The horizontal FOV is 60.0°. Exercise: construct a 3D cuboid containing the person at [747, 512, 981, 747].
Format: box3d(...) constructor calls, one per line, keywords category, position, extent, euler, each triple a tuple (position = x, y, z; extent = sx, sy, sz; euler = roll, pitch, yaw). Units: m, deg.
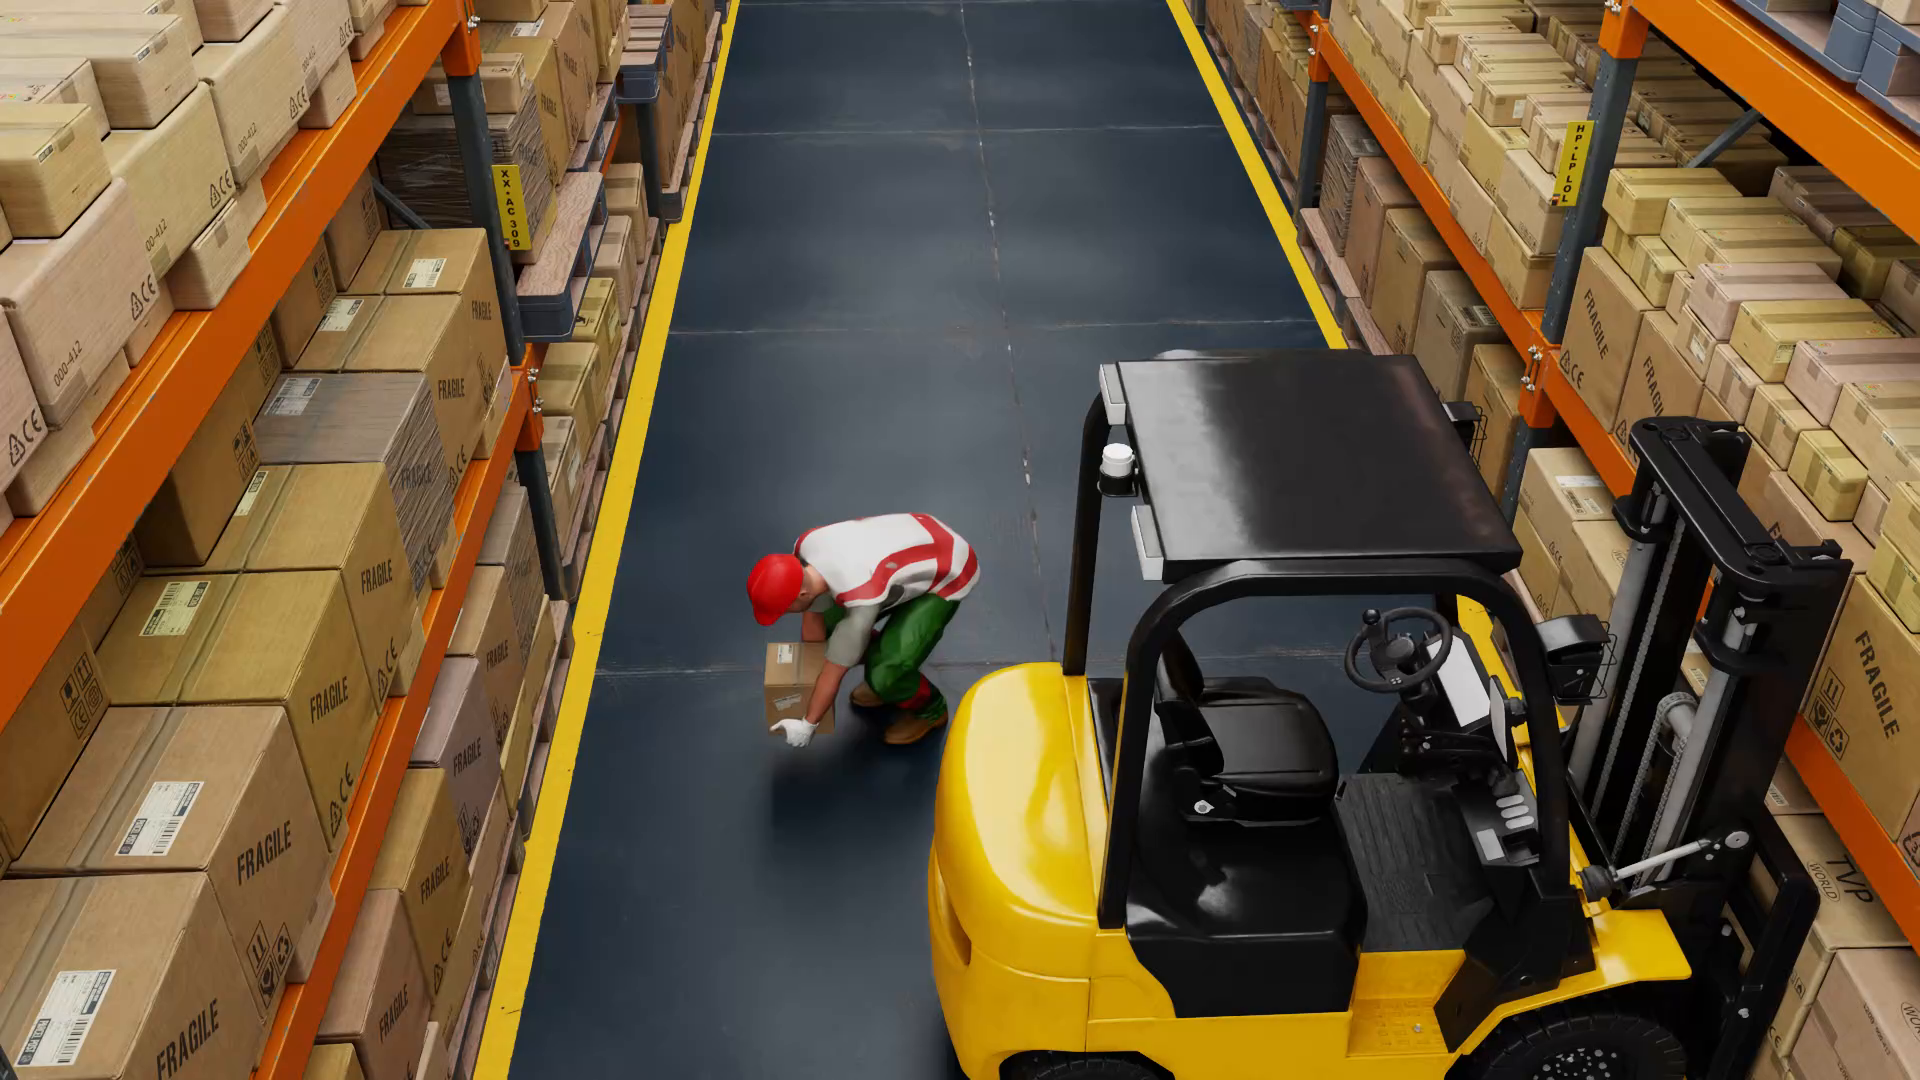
box3d(category="person", position=(-0.370, 0.340, 6.342), extent=(0.941, 0.984, 0.524), euler=(-21, 40, -27))
